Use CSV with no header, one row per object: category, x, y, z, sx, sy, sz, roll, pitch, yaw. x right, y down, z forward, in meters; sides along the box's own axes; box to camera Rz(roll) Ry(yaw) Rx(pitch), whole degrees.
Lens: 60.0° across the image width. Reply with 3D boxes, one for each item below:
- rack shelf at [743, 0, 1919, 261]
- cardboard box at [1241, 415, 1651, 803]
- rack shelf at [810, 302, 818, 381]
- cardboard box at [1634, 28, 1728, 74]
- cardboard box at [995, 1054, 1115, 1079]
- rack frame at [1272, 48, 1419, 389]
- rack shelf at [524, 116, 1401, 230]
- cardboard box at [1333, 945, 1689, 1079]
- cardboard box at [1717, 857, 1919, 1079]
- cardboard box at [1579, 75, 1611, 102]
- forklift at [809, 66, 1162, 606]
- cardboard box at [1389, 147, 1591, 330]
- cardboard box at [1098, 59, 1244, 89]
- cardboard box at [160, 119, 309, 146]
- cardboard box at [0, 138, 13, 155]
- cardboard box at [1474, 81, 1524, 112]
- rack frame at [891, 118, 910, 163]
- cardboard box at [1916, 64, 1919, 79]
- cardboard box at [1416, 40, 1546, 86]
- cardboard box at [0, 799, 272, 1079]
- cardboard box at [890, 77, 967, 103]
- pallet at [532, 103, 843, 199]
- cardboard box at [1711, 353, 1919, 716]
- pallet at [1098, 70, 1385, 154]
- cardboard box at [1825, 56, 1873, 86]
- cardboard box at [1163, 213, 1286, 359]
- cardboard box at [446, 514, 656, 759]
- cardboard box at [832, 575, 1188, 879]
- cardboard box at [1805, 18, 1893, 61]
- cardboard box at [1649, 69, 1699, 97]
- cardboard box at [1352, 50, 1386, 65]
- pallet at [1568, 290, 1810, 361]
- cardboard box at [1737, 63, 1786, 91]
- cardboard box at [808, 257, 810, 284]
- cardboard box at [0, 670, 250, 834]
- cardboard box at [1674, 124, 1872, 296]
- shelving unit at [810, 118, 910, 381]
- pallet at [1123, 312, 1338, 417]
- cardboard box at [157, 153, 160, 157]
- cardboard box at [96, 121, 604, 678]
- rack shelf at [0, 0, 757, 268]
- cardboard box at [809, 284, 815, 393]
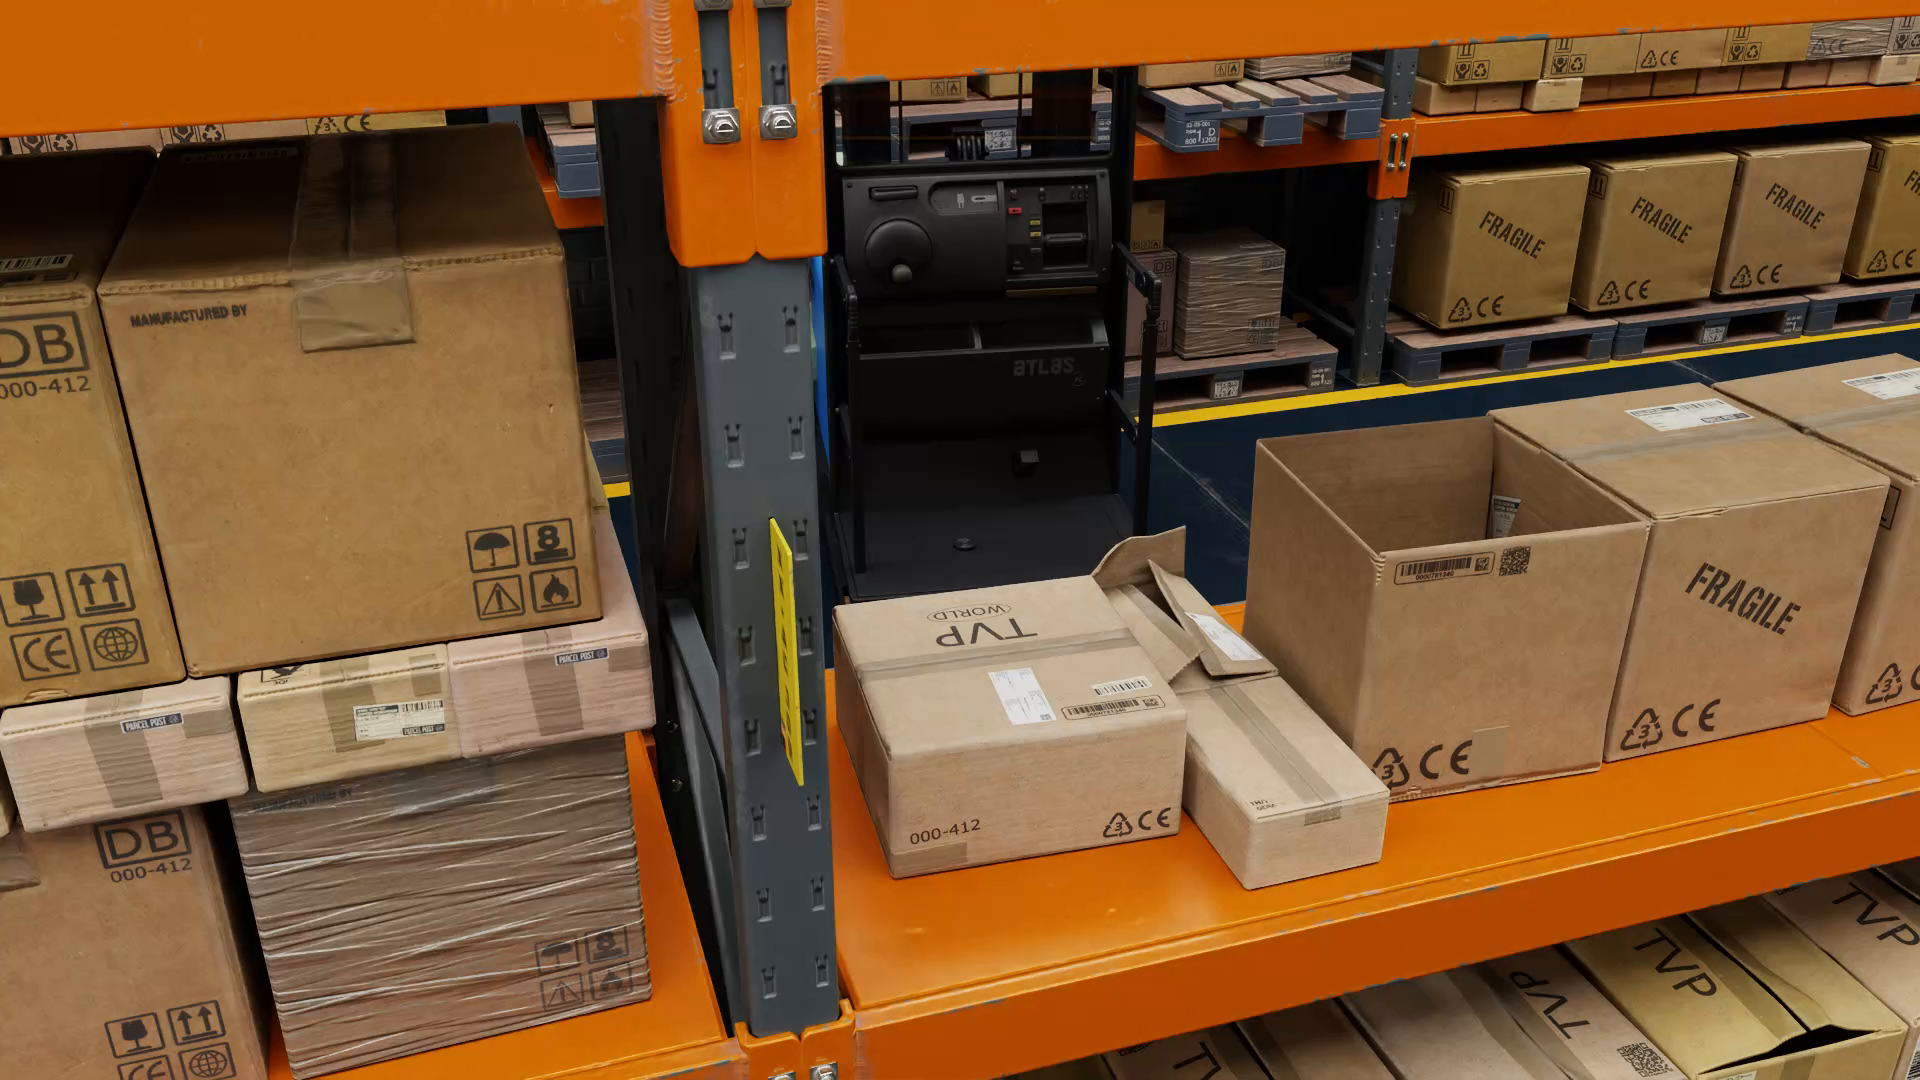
rack shelf,1.517,-0.968,2.762,4.000,0.370,1.077,-8,28,-16
cardboard box,0.851,0.113,3.038,0.500,0.500,0.500,-6,27,-12
rack shelf,-0.704,-0.765,7.105,0.720,0.370,0.431,-15,37,-29
cardboard box,3.395,-2.598,8.140,0.500,0.500,0.500,-8,28,-16
cardboard box,0.085,1.169,3.010,0.500,0.311,0.500,-8,28,-16
rack frame,1.881,-2.316,8.042,0.127,3.000,1.000,-8,28,-16
rack shelf,-0.021,-1.718,7.647,4.000,0.370,1.077,-8,28,-16
cardboard box,1.055,1.031,3.289,0.500,0.311,0.500,-9,28,-18
cardboard box,2.024,0.889,3.575,0.500,0.311,0.500,-8,28,-16
cardboard box,2.988,-2.278,8.226,0.250,0.149,0.380,-9,28,-17
forklift,0.100,-1.038,5.545,1.130,2.935,3.031,-4,27,-8
cardboard box,2.621,-1.587,8.519,0.750,0.750,0.750,-9,28,-17
cardboard box,0.914,-2.401,7.605,0.500,0.500,0.700,-11,28,-21
cardboard box,-2.749,-1.776,6.257,0.500,0.500,0.500,-8,28,-16
cardboard box,-3.725,-1.639,5.981,0.500,0.500,0.500,-7,27,-14
cardboard box,2.508,-2.191,8.050,0.250,0.149,0.380,-8,27,-15
rack frame,-0.368,-1.122,7.108,0.023,1.500,0.400,-15,37,-29
cardboard box,4.958,-2.536,8.744,0.250,0.149,0.380,-7,27,-14
cardboard box,2.422,-2.462,7.866,0.500,0.500,0.500,-7,27,-15
cardboard box,-1.304,0.423,2.412,0.500,0.500,0.700,-9,28,-17
cardboard box,-0.278,-2.241,7.283,0.500,0.500,0.700,-5,27,-9
pallet,-1.151,-1.723,7.063,1.213,0.211,1.003,-8,28,-16
cardboard box,1.828,-0.029,3.323,0.500,0.500,0.500,-10,28,-19
pallet,1.236,-2.087,7.796,1.003,0.211,1.213,-8,28,-16
cardboard box,4.472,-2.469,8.610,0.250,0.149,0.380,-8,28,-16
cardboard box,1.212,-1.272,8.256,0.500,0.500,0.700,-8,27,-15
cardboard box,-0.577,0.121,2.290,0.250,0.149,0.380,-8,28,-16
cardboard box,0.070,0.310,2.922,0.500,0.250,0.500,-7,27,-13
cardboard box,4.361,-2.744,8.434,0.500,0.500,0.500,-8,28,-16
cardboard box,3.480,-2.349,8.368,0.250,0.149,0.380,-8,27,-15
cardboard box,2.248,-2.680,8.305,0.500,0.500,0.500,-8,28,-16
pallet,3.812,-1.310,9.152,1.213,0.211,1.003,-8,28,-16
cardboard box,3.973,-2.409,8.489,0.250,0.149,0.380,-7,27,-14
cardboard box,-0.810,-1.349,7.567,0.500,0.250,0.500,-9,28,-17
cardboard box,-1.061,0.192,2.149,0.250,0.149,0.380,-9,28,-18
cardboard box,4.262,-1.824,8.996,0.750,0.750,0.750,-7,27,-15
shelving unit,-0.678,-1.040,6.933,0.755,1.500,0.431,-15,37,-29
pallet,1.137,-0.960,8.446,1.213,0.211,1.003,-8,28,-16
cardboard box,-3.229,-1.373,6.288,0.500,0.250,0.500,-8,28,-16
cardboard box,-0.805,-0.233,2.275,0.500,0.500,0.700,-8,28,-16
rack shelf,-2.287,-0.417,1.653,4.000,0.370,1.077,-8,28,-16
cardboard box,-0.752,-1.043,7.795,0.500,0.500,0.700,-9,28,-17
